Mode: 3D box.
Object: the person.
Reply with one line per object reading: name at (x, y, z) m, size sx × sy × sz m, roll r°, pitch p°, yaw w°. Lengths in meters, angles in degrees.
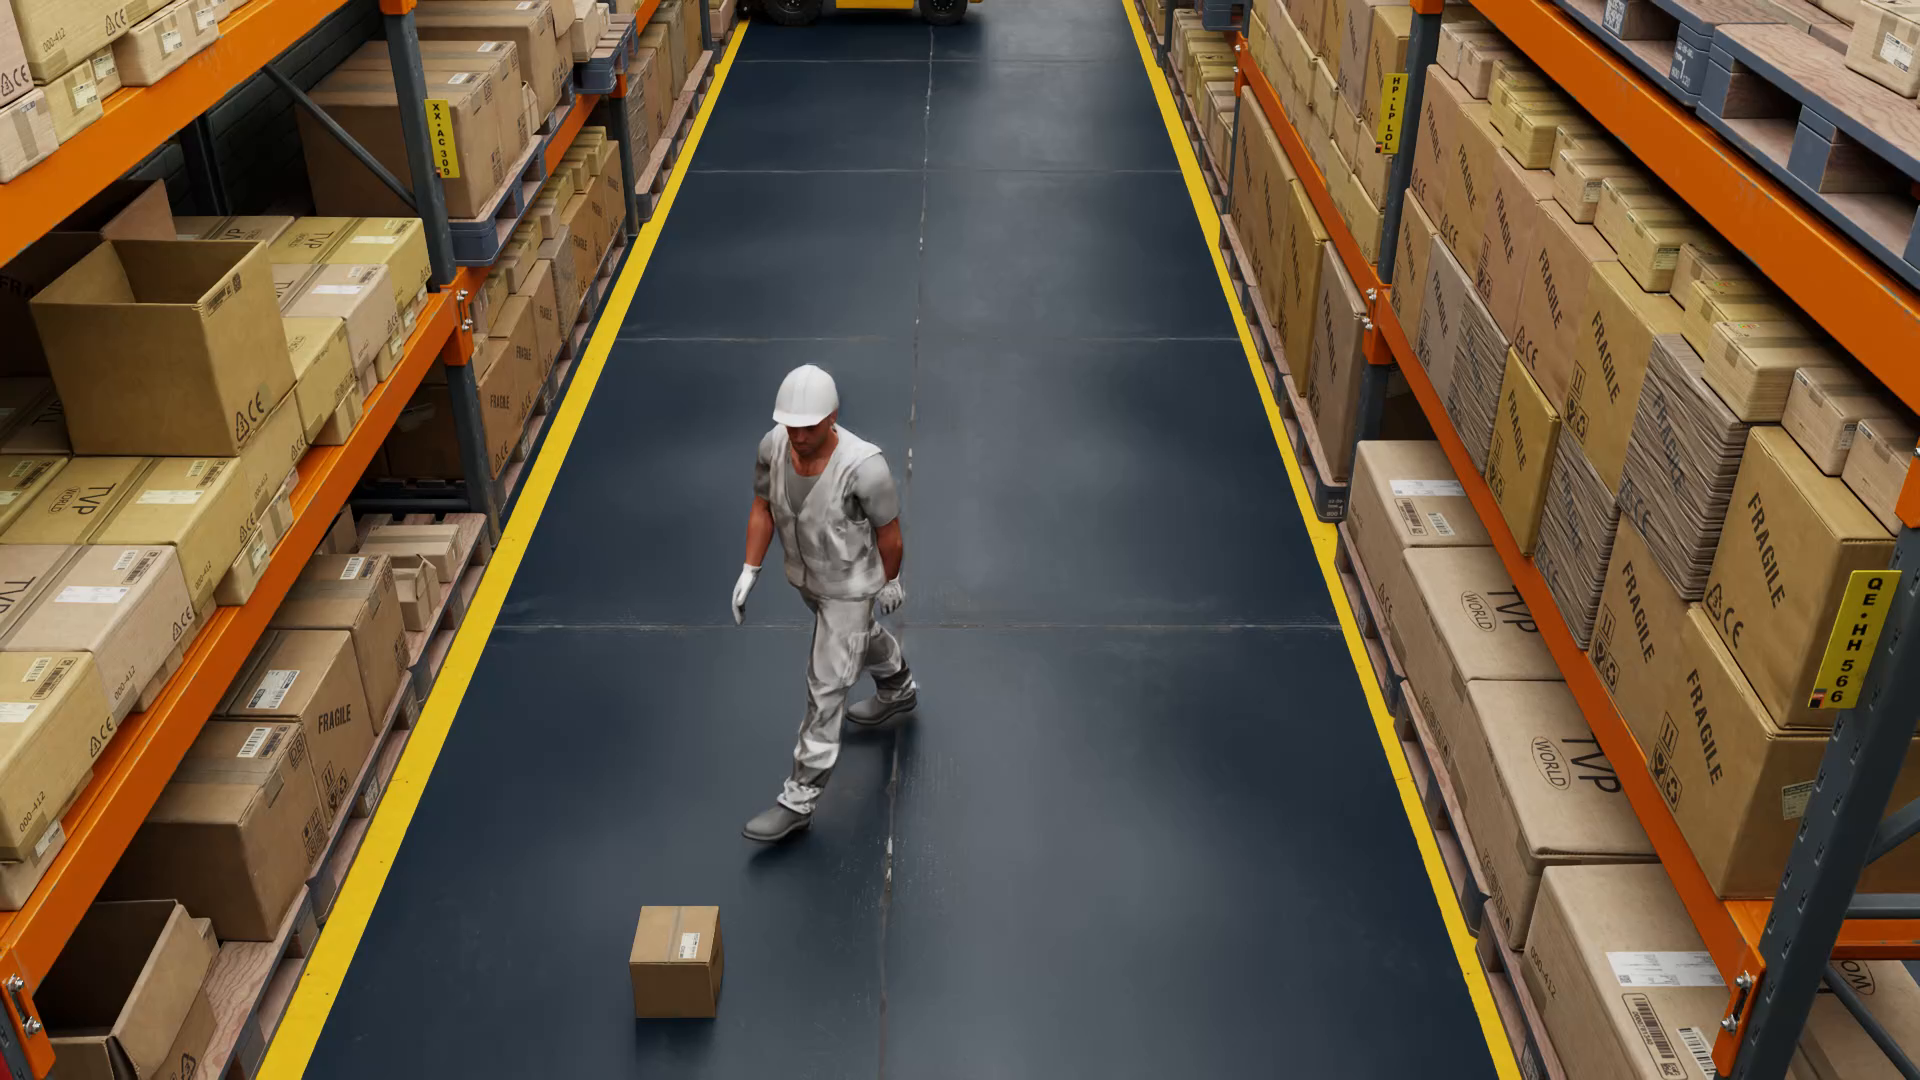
person at (-0.494, 0.151, 5.874) m, size 0.526 × 1.724 × 1.045 m, roll 26°, pitch 40°, yaw 35°
